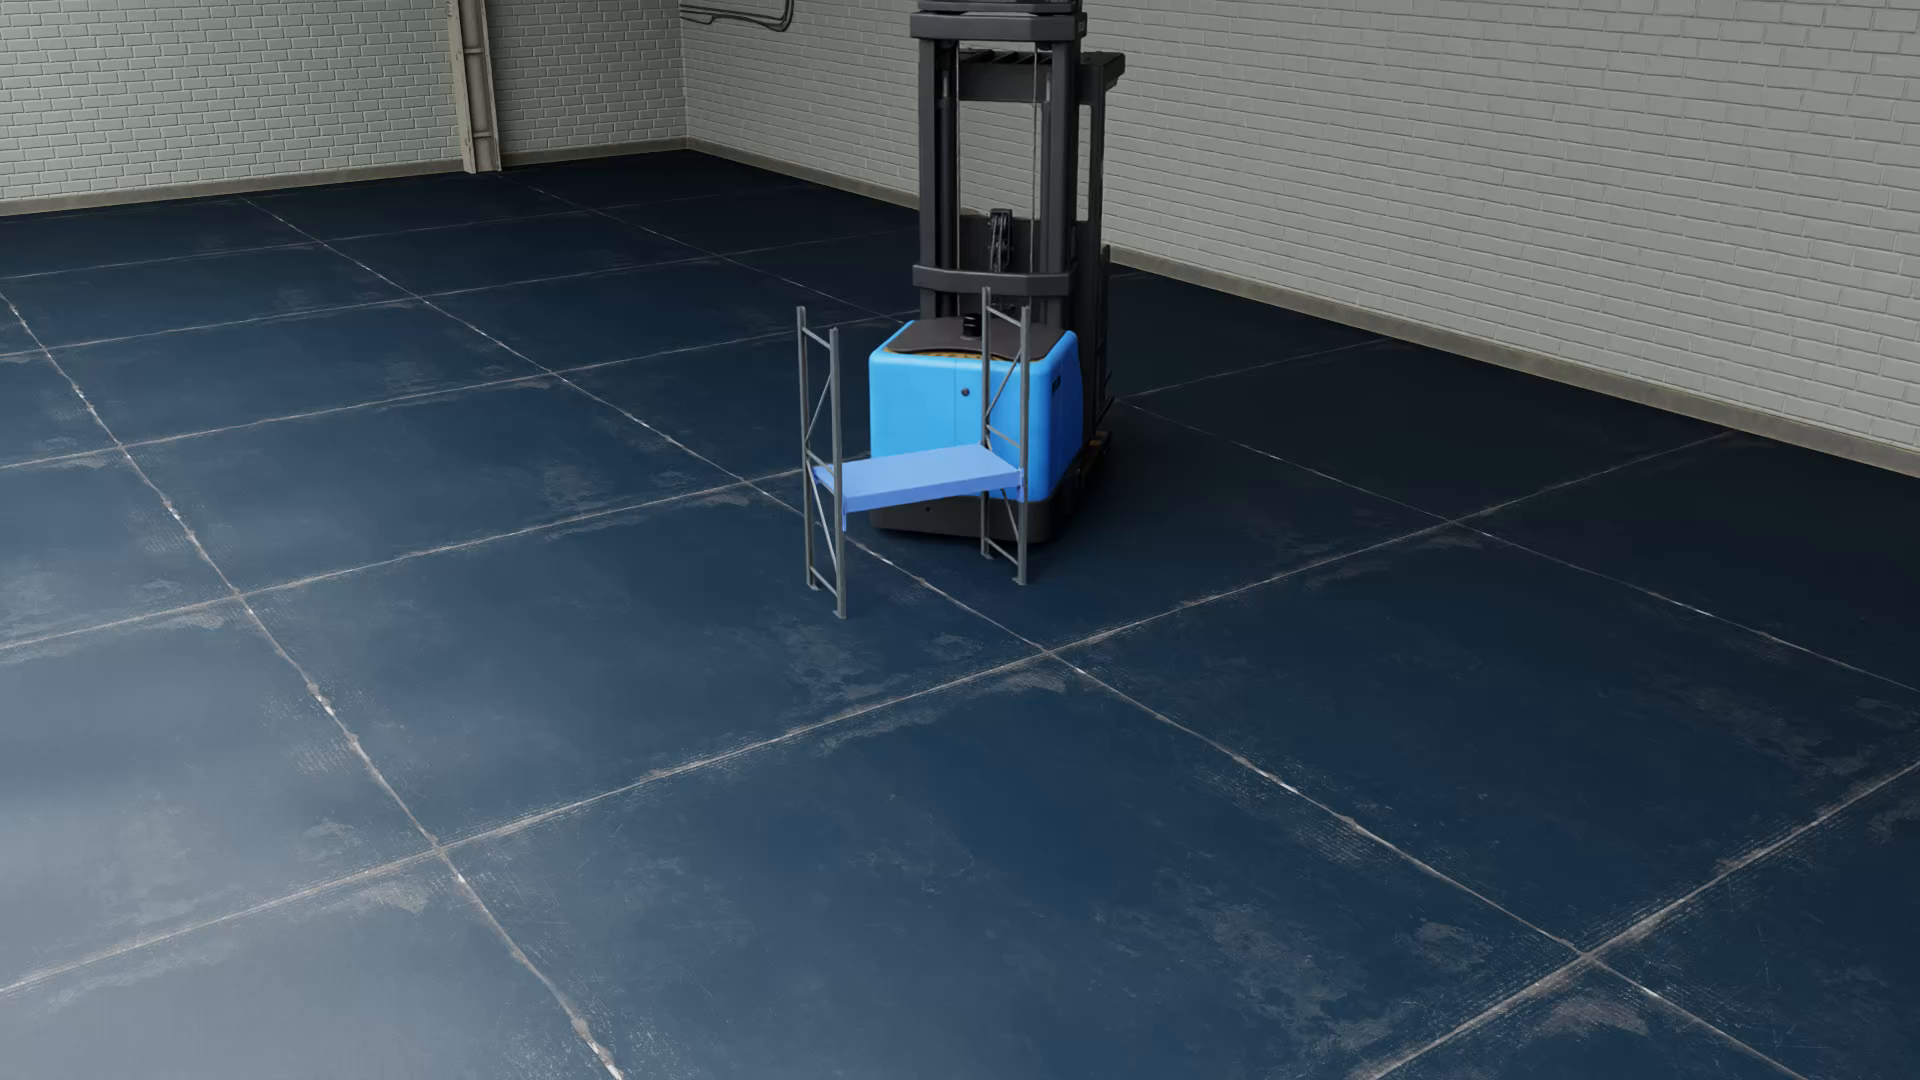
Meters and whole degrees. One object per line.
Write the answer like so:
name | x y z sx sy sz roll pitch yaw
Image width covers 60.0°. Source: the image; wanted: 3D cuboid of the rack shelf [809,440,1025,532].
rack shelf | -0.229 -0.290 8.585 1.000 0.185 0.538 -10 24 -23

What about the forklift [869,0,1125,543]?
forklift | 0.359 -1.862 10.107 1.130 2.935 3.031 6 22 14

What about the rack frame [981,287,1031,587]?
rack frame | 0.232 -0.536 8.716 0.032 1.500 0.500 -10 24 -23

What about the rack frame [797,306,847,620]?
rack frame | -0.691 -0.379 8.321 0.032 1.500 0.500 -10 24 -23

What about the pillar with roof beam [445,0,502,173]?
pillar with roof beam | -3.574 -7.599 16.298 0.400 9.000 9.100 -15 26 -33

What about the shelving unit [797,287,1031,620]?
shelving unit | -0.229 -0.457 8.519 1.048 1.500 0.538 -10 24 -23

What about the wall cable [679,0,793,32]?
wall cable | -2.924 -7.692 20.721 0.112 2.526 3.097 -15 26 -33
